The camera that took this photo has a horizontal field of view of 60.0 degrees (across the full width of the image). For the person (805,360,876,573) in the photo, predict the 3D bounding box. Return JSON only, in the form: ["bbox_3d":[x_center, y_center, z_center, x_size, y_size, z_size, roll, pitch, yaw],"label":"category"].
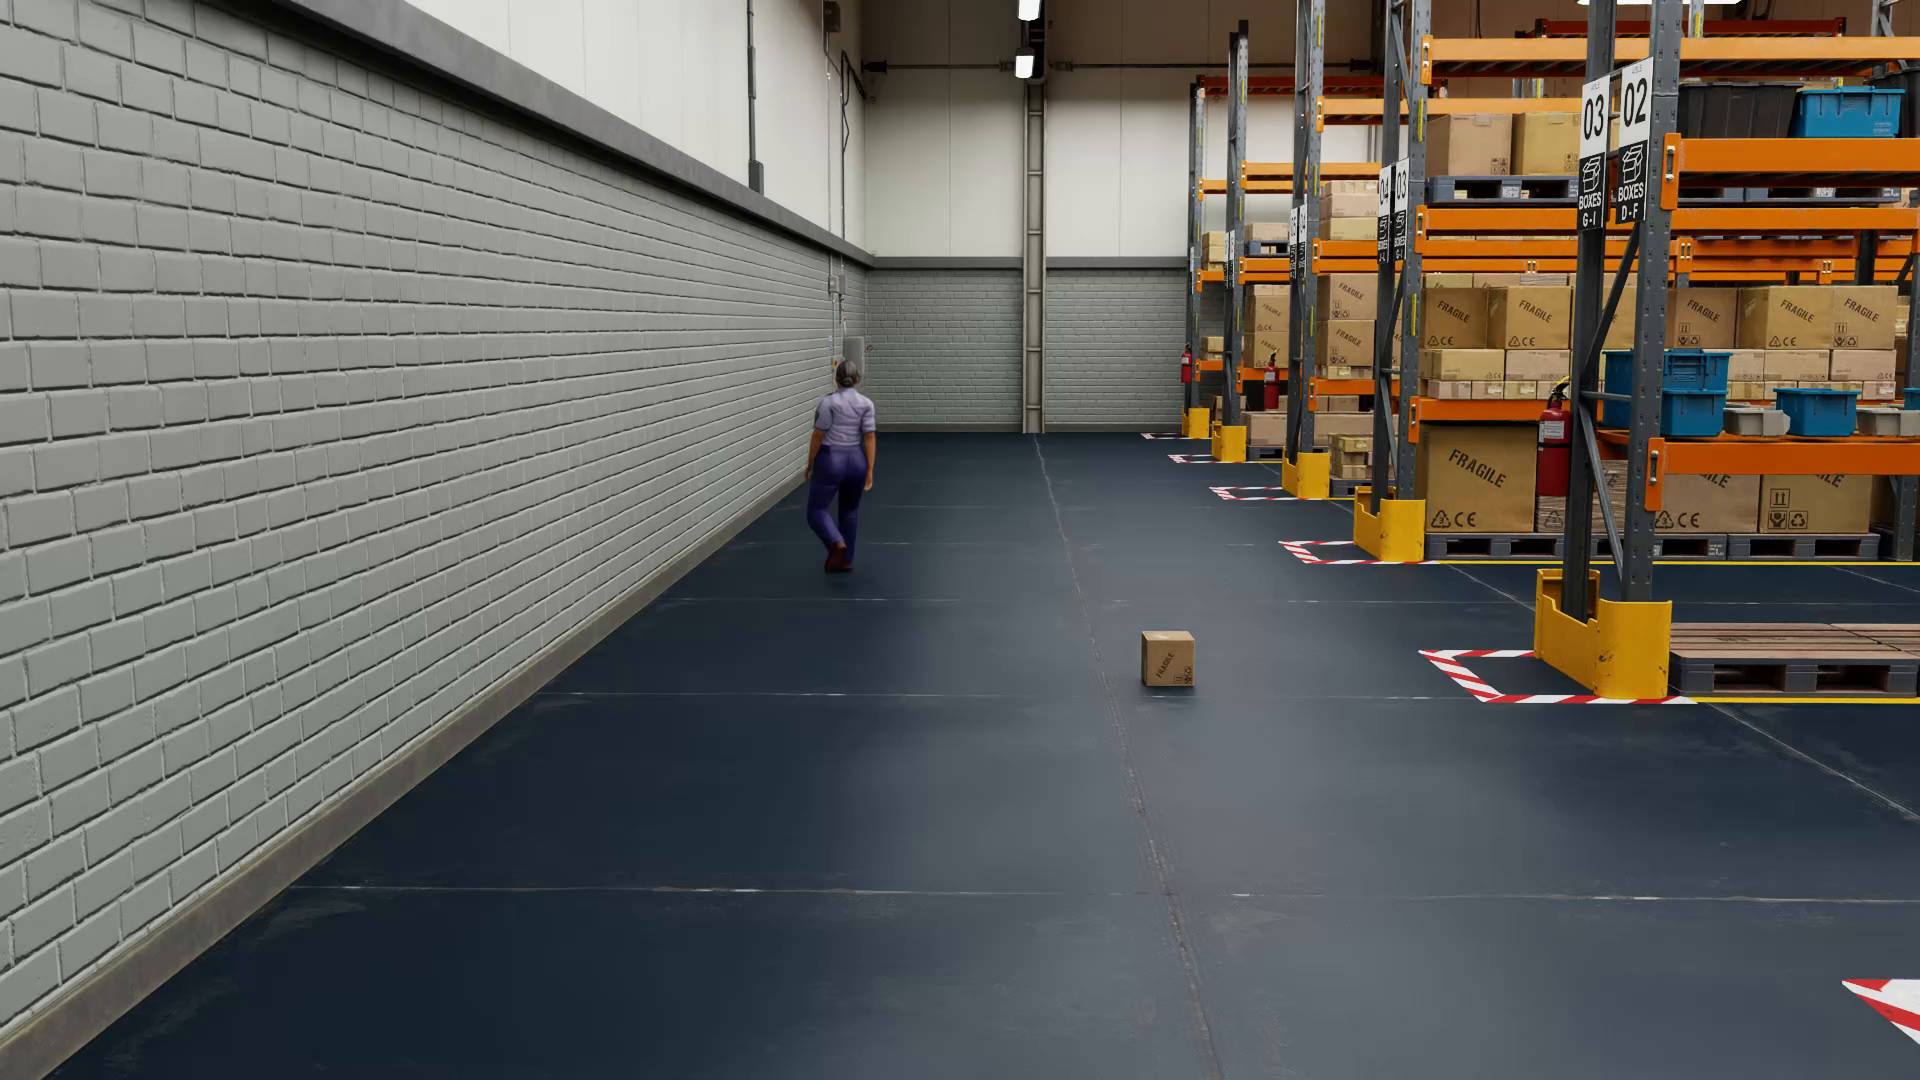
[{"bbox_3d":[-0.918,-0.547,12.553,0.498,1.614,0.837,-4,8,-29],"label":"person"}]
